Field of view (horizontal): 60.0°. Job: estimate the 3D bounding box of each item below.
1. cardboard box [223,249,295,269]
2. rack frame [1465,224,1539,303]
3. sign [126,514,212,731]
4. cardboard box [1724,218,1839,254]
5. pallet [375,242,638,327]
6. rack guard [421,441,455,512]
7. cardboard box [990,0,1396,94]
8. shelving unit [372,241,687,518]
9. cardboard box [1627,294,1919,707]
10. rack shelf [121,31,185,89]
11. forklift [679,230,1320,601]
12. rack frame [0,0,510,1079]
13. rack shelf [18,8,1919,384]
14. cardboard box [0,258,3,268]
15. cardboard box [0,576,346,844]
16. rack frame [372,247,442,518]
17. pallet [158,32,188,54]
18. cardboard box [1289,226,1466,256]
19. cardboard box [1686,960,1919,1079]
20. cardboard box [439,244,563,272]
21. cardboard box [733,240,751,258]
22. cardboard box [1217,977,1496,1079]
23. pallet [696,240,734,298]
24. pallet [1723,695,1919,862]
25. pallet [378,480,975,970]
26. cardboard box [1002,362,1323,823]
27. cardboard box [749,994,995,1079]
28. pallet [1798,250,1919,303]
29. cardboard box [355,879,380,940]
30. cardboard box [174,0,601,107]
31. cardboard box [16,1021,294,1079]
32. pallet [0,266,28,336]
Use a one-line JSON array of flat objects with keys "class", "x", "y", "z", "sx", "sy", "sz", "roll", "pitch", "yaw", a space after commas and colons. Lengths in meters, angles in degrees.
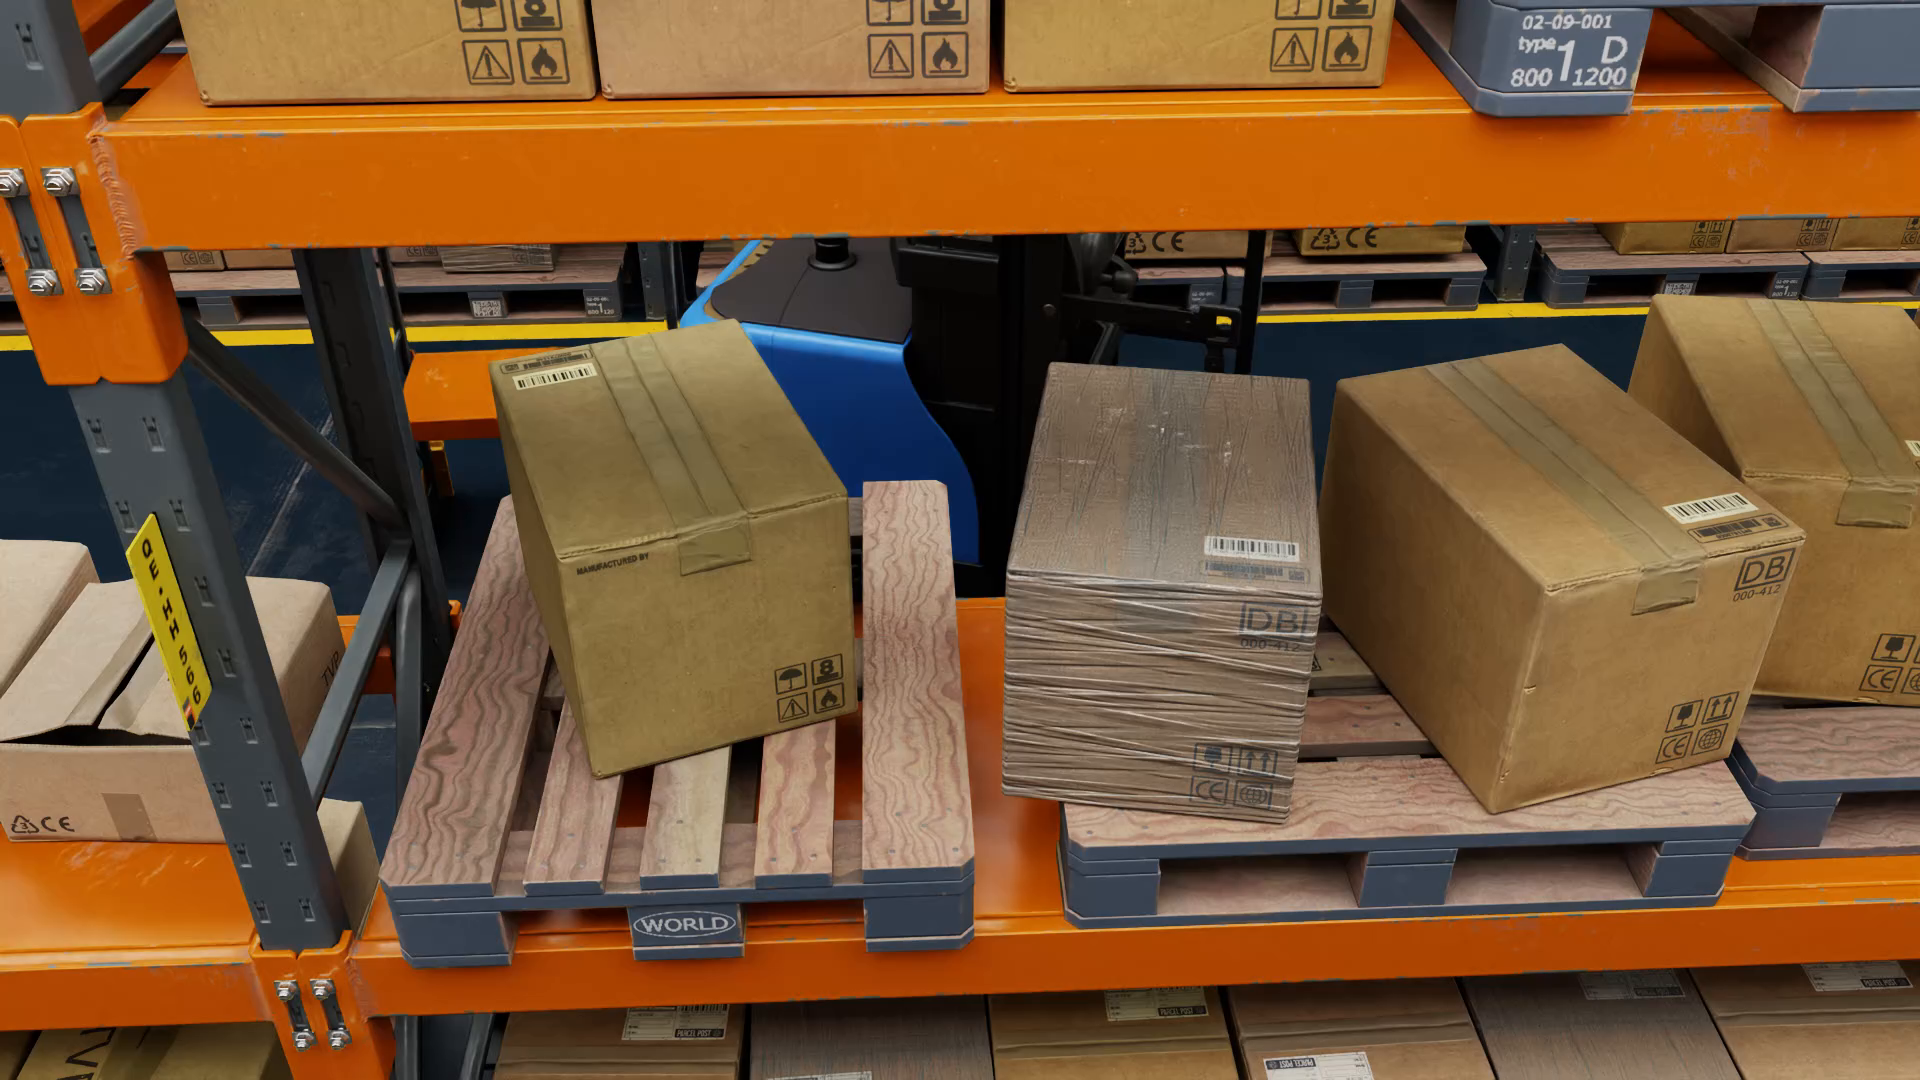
[{"class": "cardboard box", "x": -3.147, "y": -1.658, "z": 7.820, "sx": 0.500, "sy": 0.500, "sz": 0.700, "roll": -2, "pitch": 35, "yaw": -2}, {"class": "rack frame", "x": 2.581, "y": -2.639, "z": 7.428, "sx": 0.127, "sy": 3.000, "sz": 1.000, "roll": -2, "pitch": 35, "yaw": -2}, {"class": "sign", "x": -1.147, "y": 0.124, "z": 2.418, "sx": 0.005, "sy": 0.325, "sz": 0.100, "roll": -2, "pitch": 35, "yaw": -2}, {"class": "cardboard box", "x": 3.835, "y": -1.758, "z": 7.981, "sx": 0.500, "sy": 0.500, "sz": 0.700, "roll": -2, "pitch": 35, "yaw": -3}, {"class": "pallet", "x": -2.195, "y": -1.365, "z": 8.036, "sx": 1.213, "sy": 0.211, "sz": 1.003, "roll": -2, "pitch": 35, "yaw": -2}, {"class": "rack guard", "x": -1.985, "y": -0.110, "z": 6.189, "sx": 0.087, "sy": 0.250, "sz": 0.587, "roll": -3, "pitch": 35, "yaw": -5}, {"class": "cardboard box", "x": 0.287, "y": -1.049, "z": 2.406, "sx": 0.500, "sy": 0.500, "sz": 0.910, "roll": -2, "pitch": 35, "yaw": -2}, {"class": "shelving unit", "x": -1.489, "y": -0.652, "z": 5.874, "sx": 1.083, "sy": 1.500, "sz": 0.587, "roll": -3, "pitch": 35, "yaw": -5}, {"class": "cardboard box", "x": 1.651, "y": -0.097, "z": 3.297, "sx": 0.500, "sy": 0.500, "sz": 0.700, "roll": 4, "pitch": 35, "yaw": 5}, {"class": "rack shelf", "x": -3.413, "y": -2.182, "z": 7.399, "sx": 4.000, "sy": 0.370, "sz": 1.077, "roll": -2, "pitch": 35, "yaw": -2}, {"class": "forklift", "x": 0.638, "y": -1.078, "z": 5.232, "sx": 3.031, "sy": 2.935, "sz": 1.130, "roll": 9, "pitch": 36, "yaw": 13}, {"class": "rack frame", "x": -1.177, "y": 0.284, "z": 3.203, "sx": 0.127, "sy": 3.000, "sz": 1.000, "roll": -2, "pitch": 35, "yaw": -2}, {"class": "rack shelf", "x": 0.821, "y": -0.707, "z": 2.632, "sx": 4.000, "sy": 0.370, "sz": 1.077, "roll": -2, "pitch": 35, "yaw": -2}, {"class": "cardboard box", "x": -4.676, "y": -1.606, "z": 7.745, "sx": 0.500, "sy": 0.500, "sz": 0.700, "roll": 0, "pitch": 35, "yaw": -1}, {"class": "cardboard box", "x": -1.542, "y": 0.306, "z": 3.250, "sx": 0.500, "sy": 0.311, "sz": 0.500, "roll": 1, "pitch": 35, "yaw": 1}, {"class": "rack frame", "x": -2.004, "y": -0.623, "z": 5.832, "sx": 0.032, "sy": 1.500, "sz": 0.500, "roll": -3, "pitch": 35, "yaw": -5}, {"class": "pallet", "x": -3.390, "y": -2.376, "z": 7.216, "sx": 1.213, "sy": 0.211, "sz": 1.003, "roll": -2, "pitch": 35, "yaw": -2}, {"class": "cardboard box", "x": 1.938, "y": -1.836, "z": 7.788, "sx": 0.750, "sy": 0.750, "sz": 0.750, "roll": -1, "pitch": 35, "yaw": -2}, {"class": "cardboard box", "x": 1.845, "y": 1.208, "z": 3.678, "sx": 0.500, "sy": 0.500, "sz": 0.500, "roll": -1, "pitch": 35, "yaw": -2}, {"class": "cardboard box", "x": -2.131, "y": -1.635, "z": 7.787, "sx": 0.500, "sy": 0.500, "sz": 0.700, "roll": -1, "pitch": 35, "yaw": -2}, {"class": "cardboard box", "x": -0.674, "y": -1.765, "z": 7.685, "sx": 0.750, "sy": 0.750, "sz": 0.750, "roll": -2, "pitch": 35, "yaw": -3}, {"class": "cardboard box", "x": 0.837, "y": 1.237, "z": 3.637, "sx": 0.500, "sy": 0.500, "sz": 0.500, "roll": -3, "pitch": 35, "yaw": -4}, {"class": "pallet", "x": -0.624, "y": -1.363, "z": 8.034, "sx": 1.213, "sy": 0.211, "sz": 1.003, "roll": -2, "pitch": 35, "yaw": -2}, {"class": "pallet", "x": 2.016, "y": 0.215, "z": 3.472, "sx": 1.213, "sy": 0.211, "sz": 1.003, "roll": -2, "pitch": 35, "yaw": -2}, {"class": "pallet", "x": -0.503, "y": 0.305, "z": 3.342, "sx": 1.003, "sy": 0.211, "sz": 1.213, "roll": -2, "pitch": 35, "yaw": -2}, {"class": "cardboard box", "x": 0.370, "y": 0.073, "z": 3.051, "sx": 0.500, "sy": 0.500, "sz": 0.700, "roll": 5, "pitch": 35, "yaw": 7}, {"class": "cardboard box", "x": -0.186, "y": 1.264, "z": 3.597, "sx": 0.500, "sy": 0.500, "sz": 0.500, "roll": -3, "pitch": 35, "yaw": -4}, {"class": "pallet", "x": 4.566, "y": -1.503, "z": 8.236, "sx": 1.213, "sy": 0.211, "sz": 1.003, "roll": -2, "pitch": 35, "yaw": -2}, {"class": "cardboard box", "x": -1.714, "y": 1.089, "z": 4.087, "sx": 0.500, "sy": 0.250, "sz": 0.500, "roll": -2, "pitch": 35, "yaw": -2}, {"class": "cardboard box", "x": -0.742, "y": -1.021, "z": 2.366, "sx": 0.500, "sy": 0.500, "sz": 0.910, "roll": -2, "pitch": 35, "yaw": -2}, {"class": "cardboard box", "x": -1.688, "y": 1.166, "z": 3.484, "sx": 0.500, "sy": 0.311, "sz": 0.500, "roll": -1, "pitch": 35, "yaw": -1}, {"class": "pallet", "x": -4.633, "y": -1.299, "z": 7.941, "sx": 1.213, "sy": 0.211, "sz": 1.003, "roll": -2, "pitch": 35, "yaw": -2}]
